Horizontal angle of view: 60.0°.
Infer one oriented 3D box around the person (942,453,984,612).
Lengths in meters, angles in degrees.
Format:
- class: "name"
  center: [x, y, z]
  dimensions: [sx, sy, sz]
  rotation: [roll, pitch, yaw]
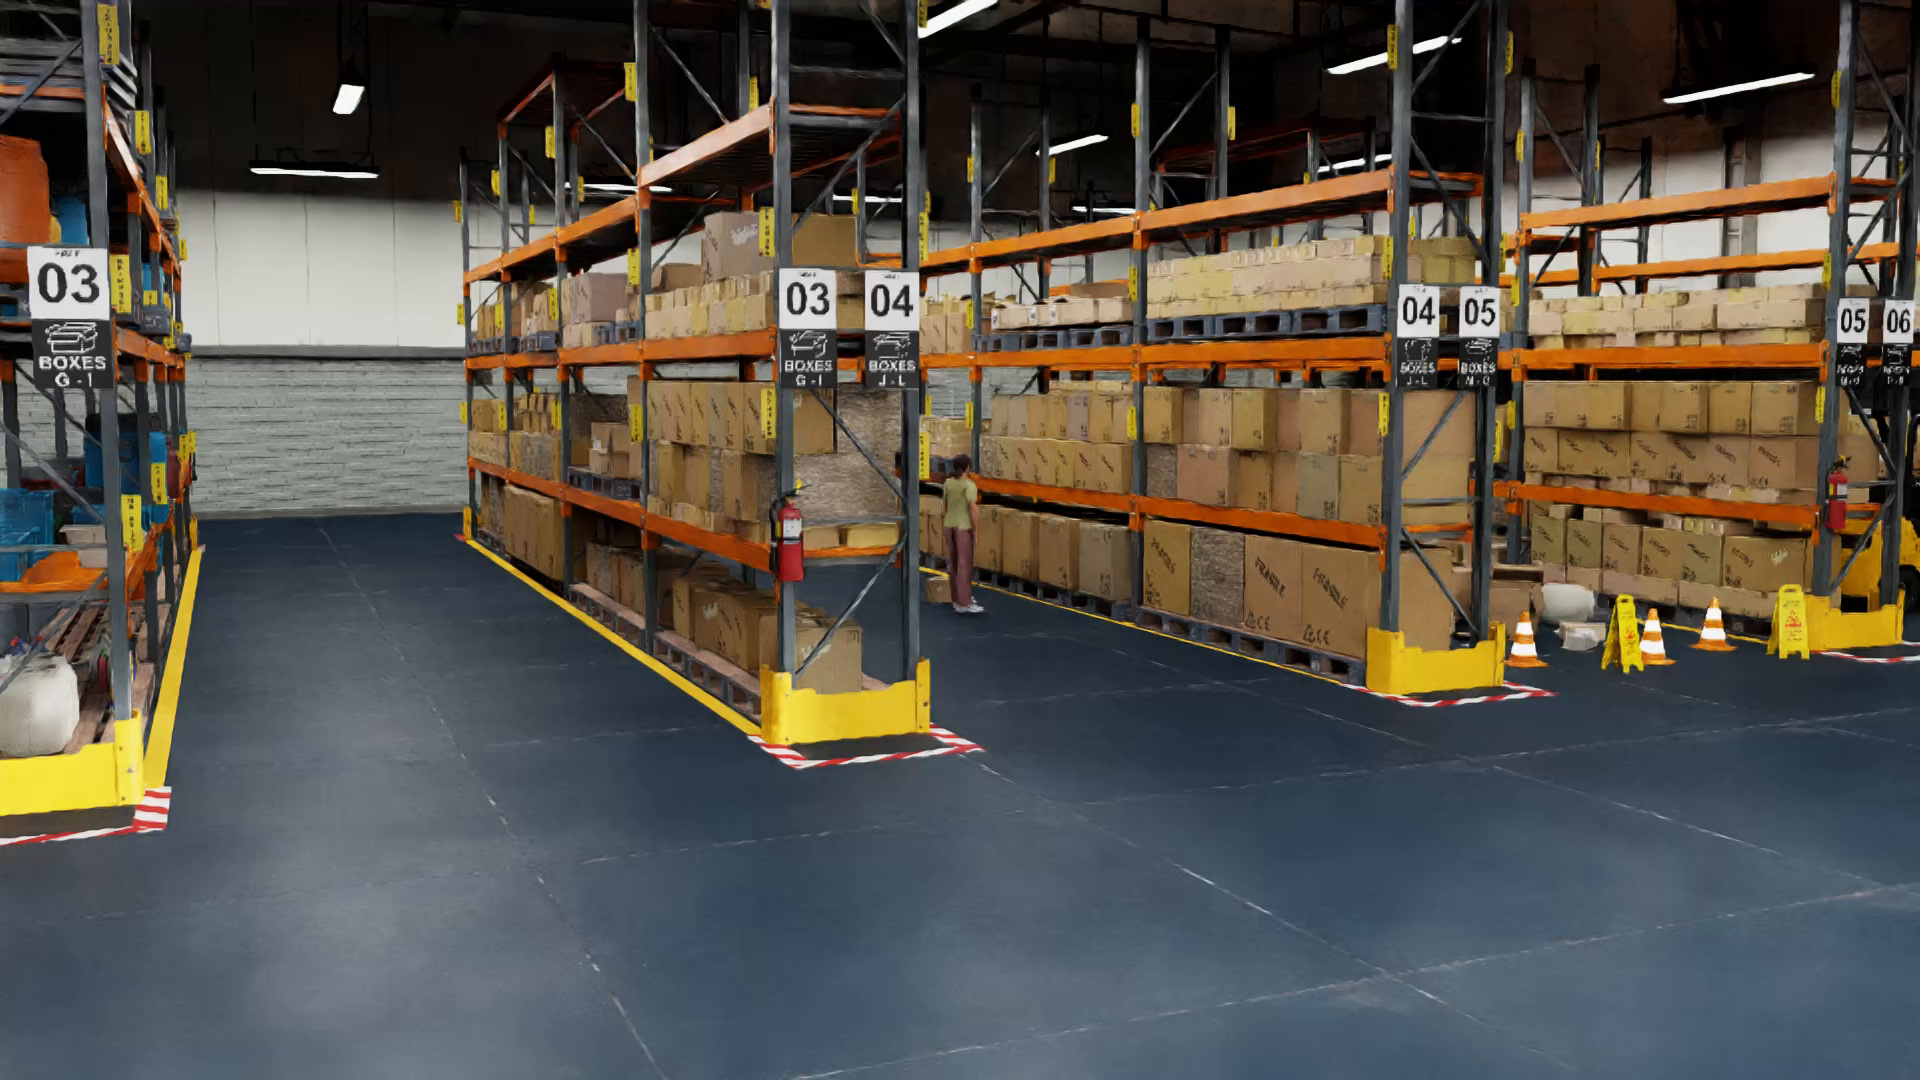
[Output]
- class: "person"
  center: [0.073, 0.033, 17.689]
  dimensions: [0.510, 1.430, 0.494]
  rotation: [5, 7, 40]
